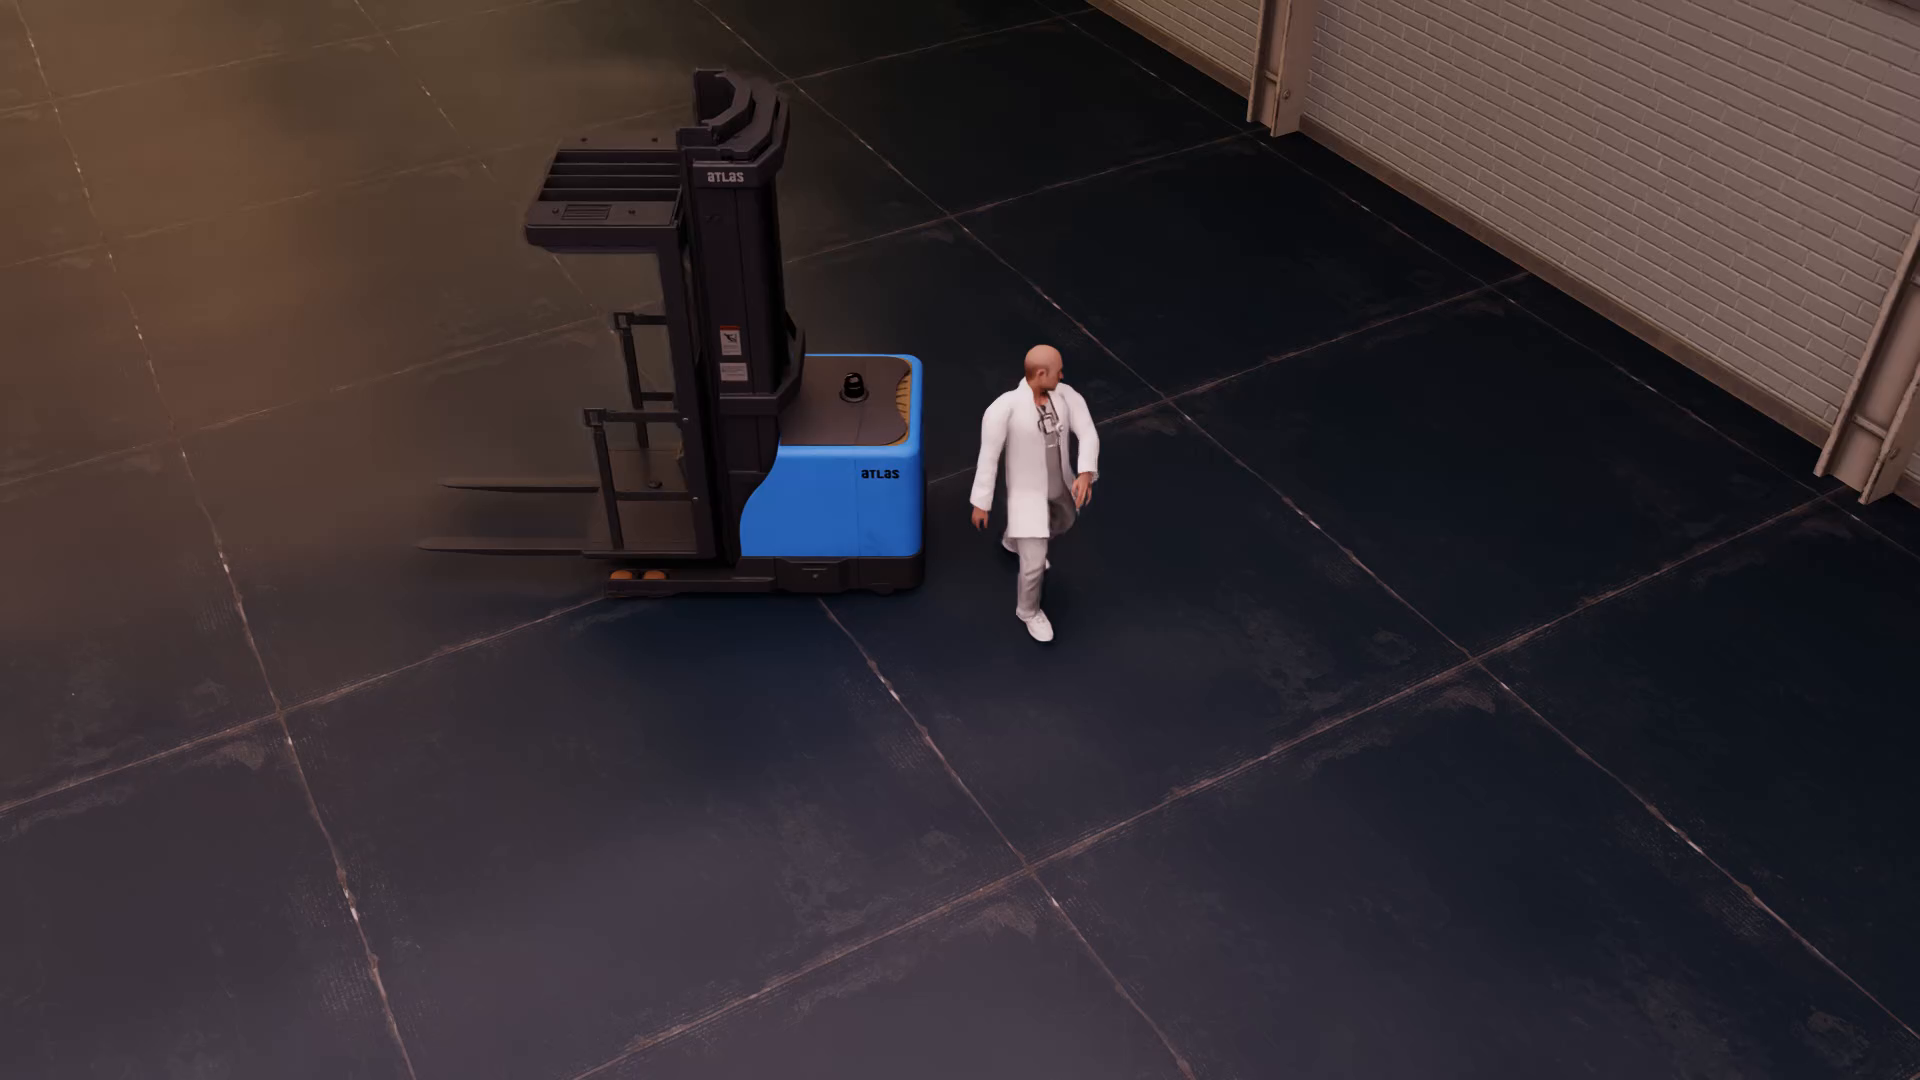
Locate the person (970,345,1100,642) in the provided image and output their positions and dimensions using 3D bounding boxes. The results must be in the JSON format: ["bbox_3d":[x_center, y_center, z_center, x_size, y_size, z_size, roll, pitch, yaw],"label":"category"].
[{"bbox_3d":[0.399,-0.286,9.377,0.783,1.659,0.889,-31,49,-32],"label":"person"}]

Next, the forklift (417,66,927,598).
[{"bbox_3d":[-1.727,-1.121,9.388,3.031,2.935,1.130,0,40,0],"label":"forklift"}]
